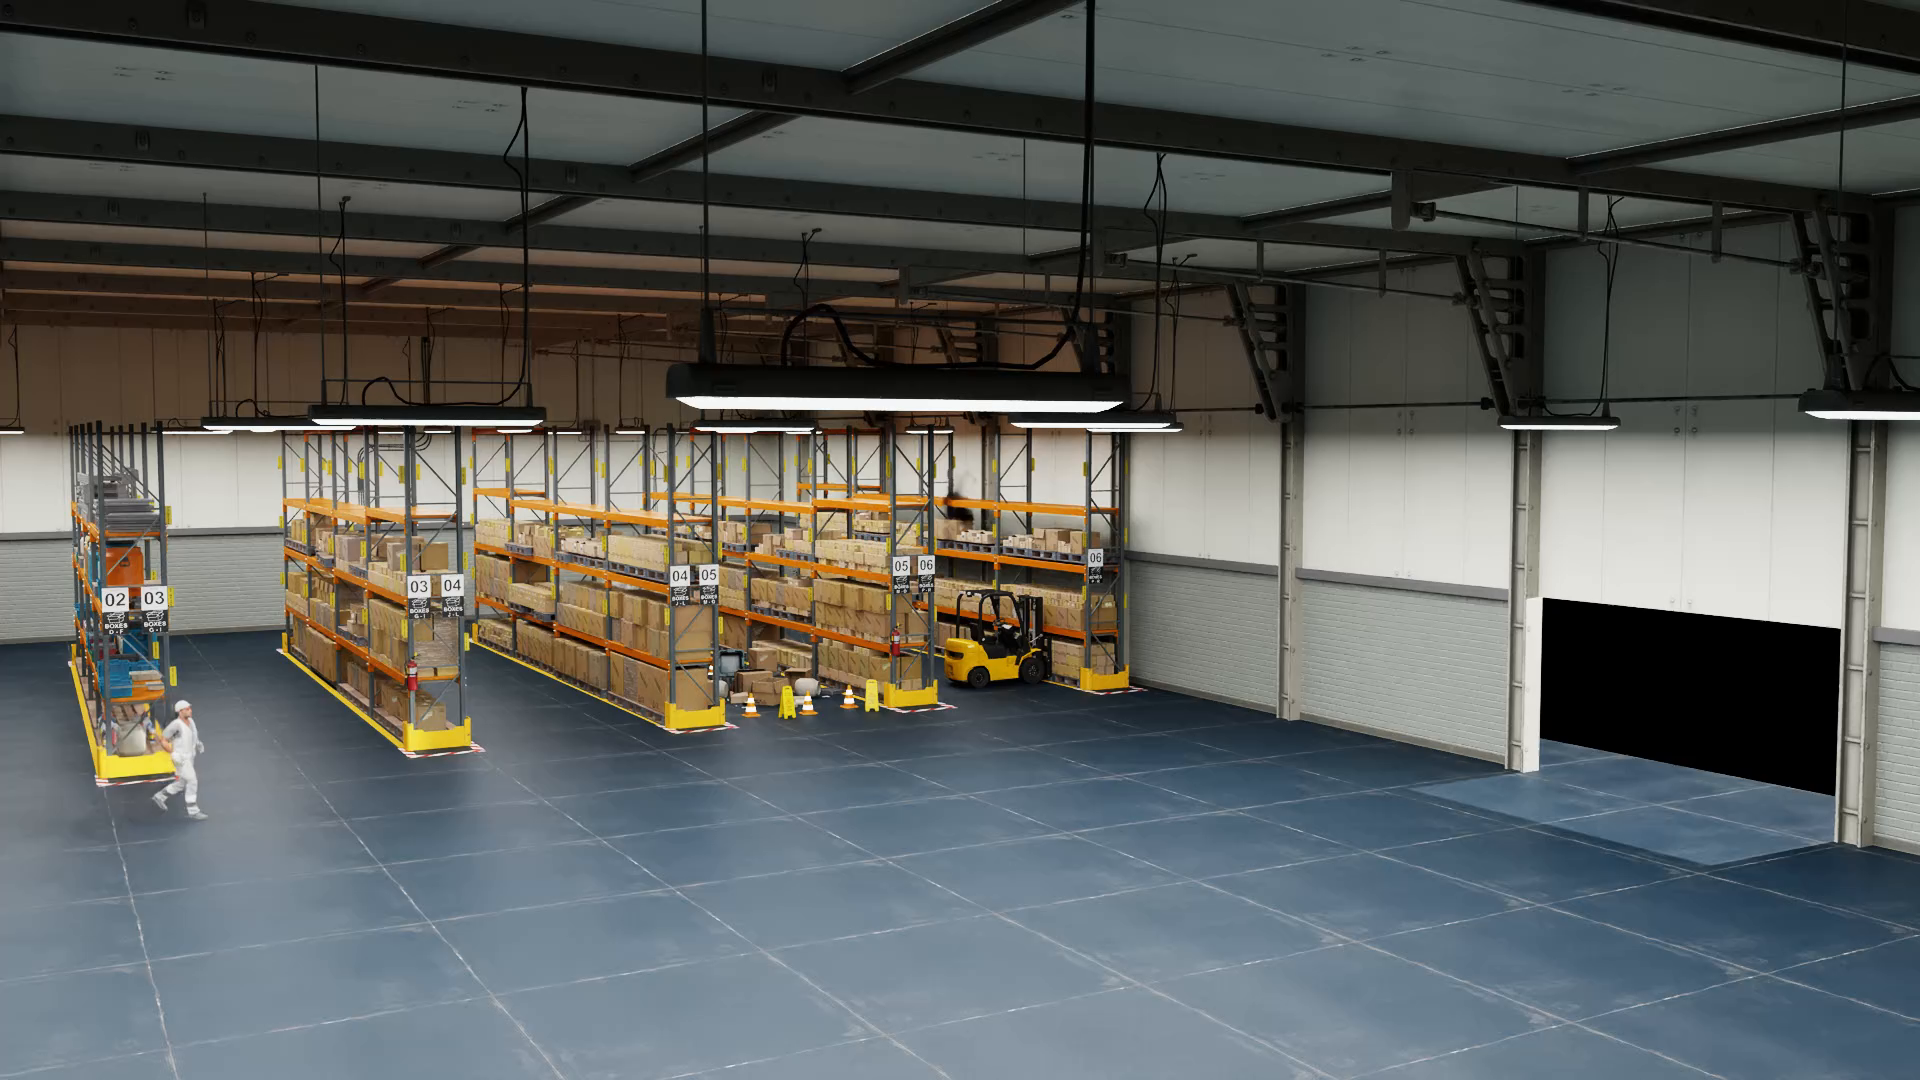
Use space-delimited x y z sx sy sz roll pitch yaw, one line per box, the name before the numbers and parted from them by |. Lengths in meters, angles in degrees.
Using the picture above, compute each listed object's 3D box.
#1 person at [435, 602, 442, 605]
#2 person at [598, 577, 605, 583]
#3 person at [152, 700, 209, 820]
person | -14.573 2.076 45.716 0.712 1.686 0.641 0 4 6
person | -10.597 1.760 49.886 0.830 1.807 0.670 -1 4 -23
person | -11.689 3.283 24.901 0.882 1.786 0.654 0 4 2
